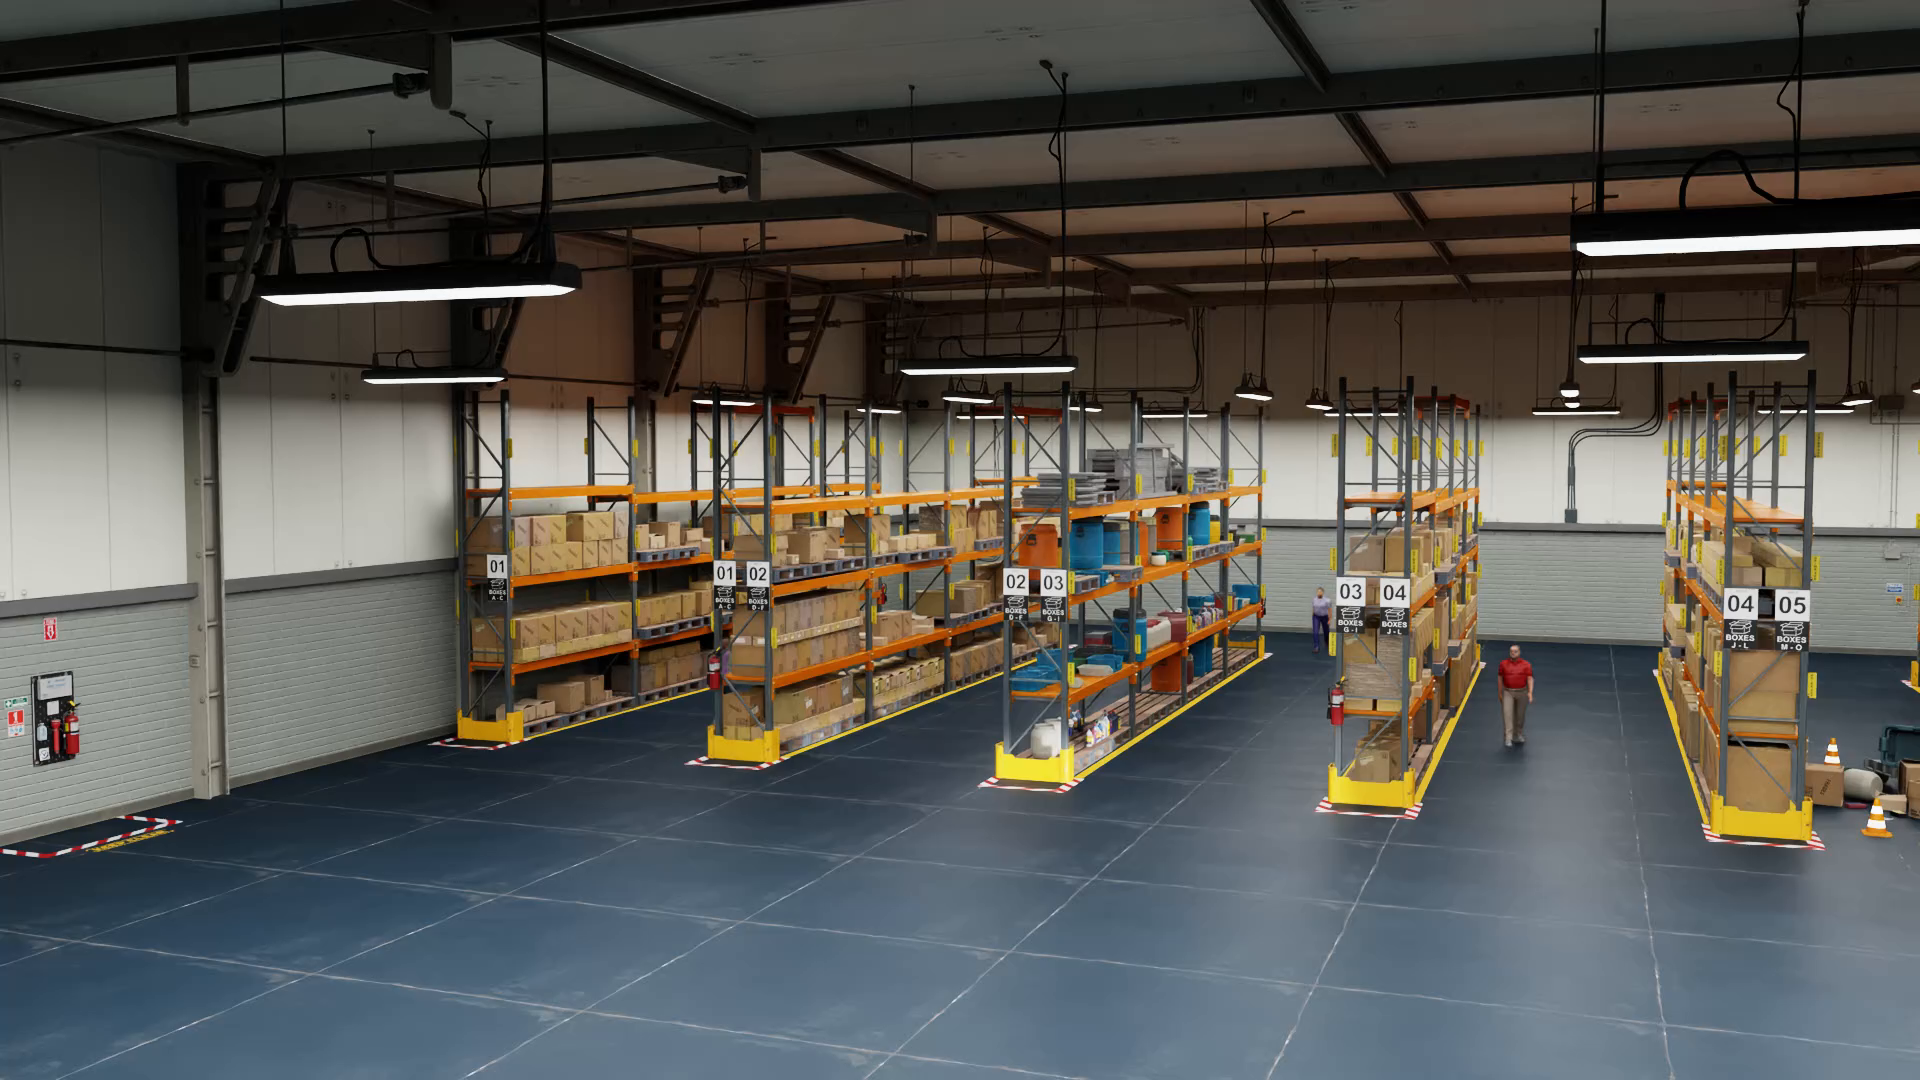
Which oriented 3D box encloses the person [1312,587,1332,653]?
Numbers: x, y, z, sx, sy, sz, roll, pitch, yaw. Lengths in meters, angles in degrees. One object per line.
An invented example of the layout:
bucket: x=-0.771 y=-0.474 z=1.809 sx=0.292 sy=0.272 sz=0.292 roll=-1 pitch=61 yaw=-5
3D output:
person: x=8.874 y=1.957 z=40.731 sx=0.488 sy=1.576 sz=0.838 roll=1 pitch=3 yaw=18

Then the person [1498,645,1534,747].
person: x=9.324 y=2.603 z=27.898 sx=0.563 sy=1.673 sz=1.001 roll=1 pitch=3 yaw=17

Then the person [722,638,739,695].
person: x=-4.205 y=2.552 z=29.883 sx=0.443 sy=1.586 sz=0.441 roll=2 pitch=4 yaw=27
